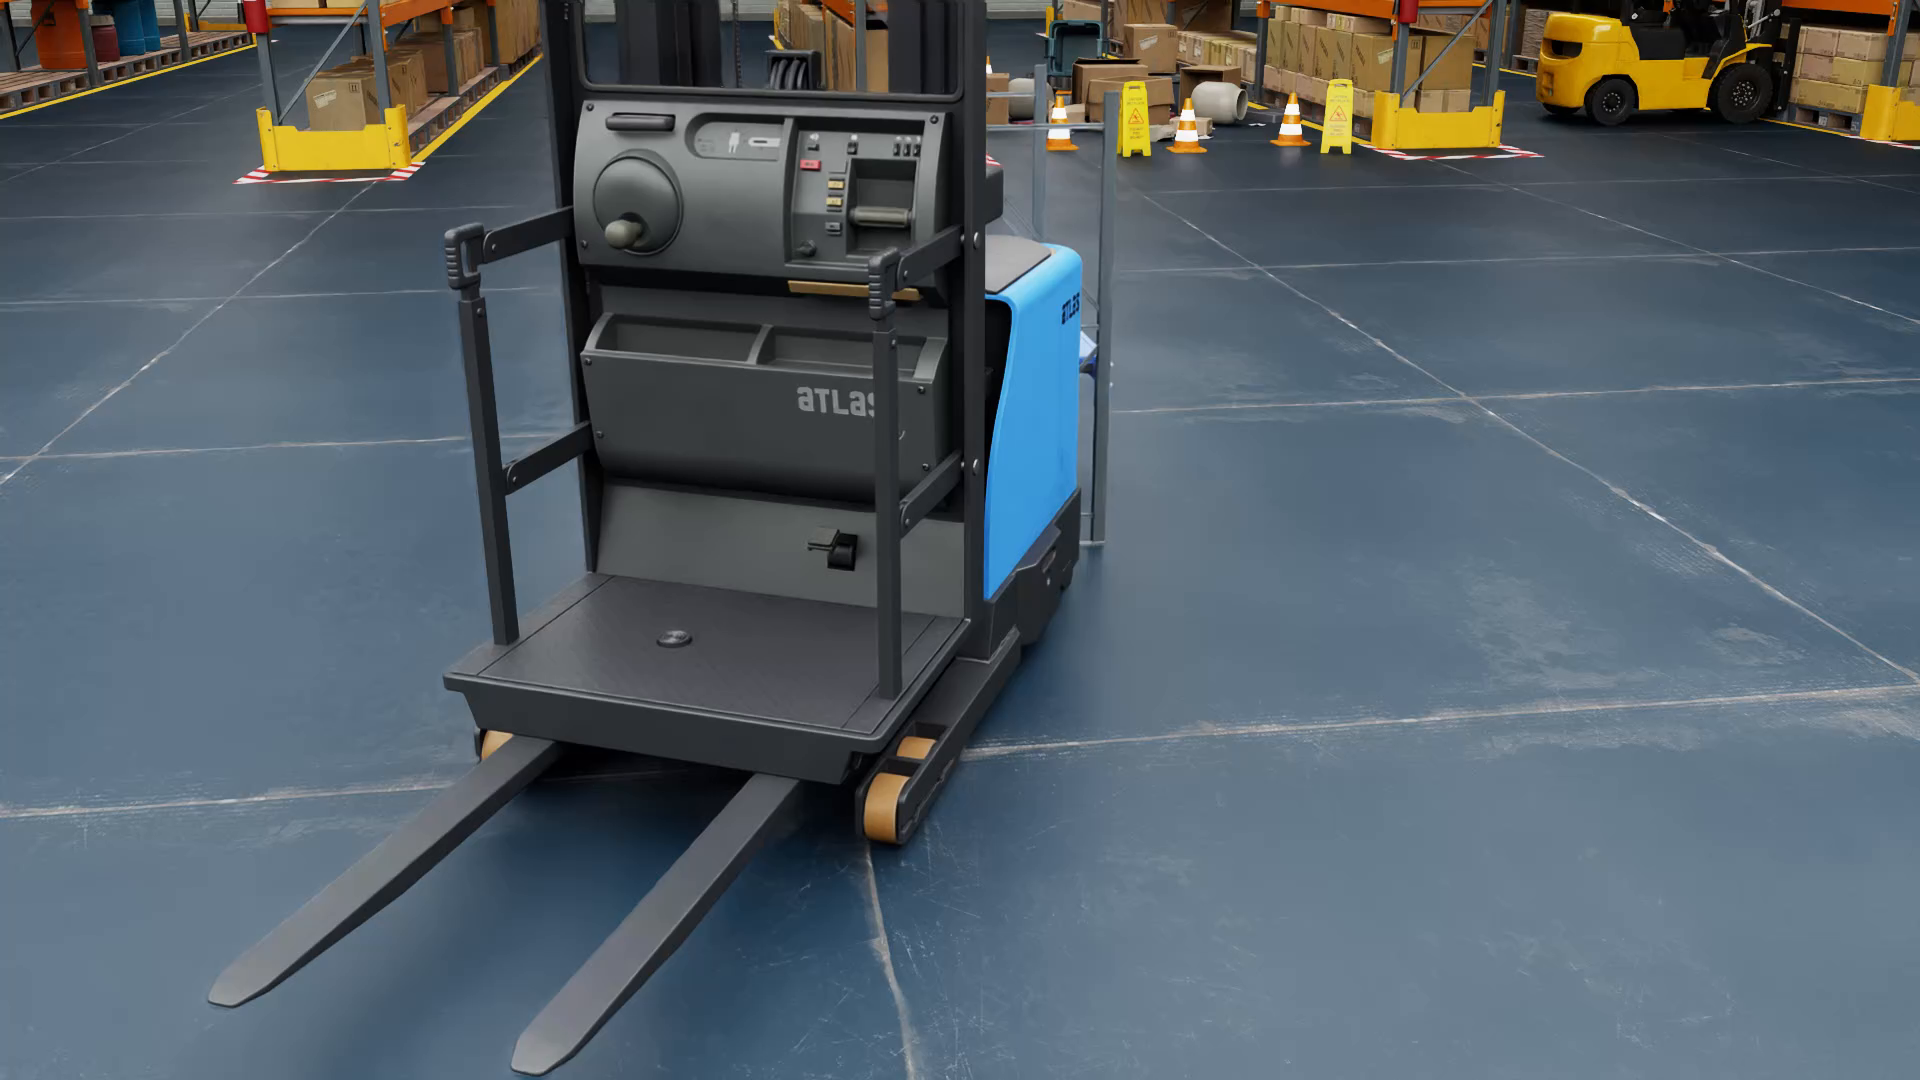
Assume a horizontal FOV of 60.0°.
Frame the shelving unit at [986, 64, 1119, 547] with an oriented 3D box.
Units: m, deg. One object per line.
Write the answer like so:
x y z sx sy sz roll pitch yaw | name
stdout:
0.158 -0.851 5.852 0.538 1.500 1.048 -3 21 -9 | shelving unit

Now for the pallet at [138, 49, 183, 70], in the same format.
-11.891 -6.917 23.934 1.003 0.211 1.213 -3 21 -8 | pallet

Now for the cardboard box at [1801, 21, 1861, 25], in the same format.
9.302 -5.416 17.831 0.500 0.250 0.500 -3 21 -9 | cardboard box

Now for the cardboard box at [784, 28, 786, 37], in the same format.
-2.680 -8.295 27.114 0.380 0.149 0.250 -3 21 -8 | cardboard box

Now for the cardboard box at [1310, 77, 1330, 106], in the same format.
3.946 -4.623 17.136 0.500 0.250 0.500 -4 21 -10 | cardboard box

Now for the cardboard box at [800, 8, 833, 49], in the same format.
-1.432 -6.197 20.637 1.050 0.750 0.750 -3 21 -7 | cardboard box

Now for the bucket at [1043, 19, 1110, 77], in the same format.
1.318 -5.435 18.488 0.726 0.611 0.620 4 11 11 | bucket

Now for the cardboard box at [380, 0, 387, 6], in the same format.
-5.152 -4.668 14.286 0.380 0.149 0.250 -3 21 -8 | cardboard box

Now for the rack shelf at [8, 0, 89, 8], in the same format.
-11.672 -7.463 22.439 1.077 0.370 4.000 -3 21 -8 | rack shelf

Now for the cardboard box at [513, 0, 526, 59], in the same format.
-6.683 -7.108 22.896 1.225 0.875 0.875 -3 21 -8 | cardboard box

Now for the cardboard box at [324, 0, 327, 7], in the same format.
-5.610 -4.645 14.224 0.380 0.149 0.250 -3 21 -8 | cardboard box

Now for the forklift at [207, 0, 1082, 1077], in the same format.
-0.548 -0.826 3.739 1.130 2.935 3.031 6 21 16 | forklift

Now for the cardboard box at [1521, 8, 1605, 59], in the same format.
8.311 -6.976 22.901 0.875 0.625 0.625 -2 21 -6 | cardboard box

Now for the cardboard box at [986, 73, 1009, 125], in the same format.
0.256 -4.532 17.132 0.500 0.500 0.500 1 20 2 | cardboard box

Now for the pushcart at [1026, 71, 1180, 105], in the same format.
1.651 -5.111 18.862 1.648 0.377 0.936 -11 23 -26 | pushcart

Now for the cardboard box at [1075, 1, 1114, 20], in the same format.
2.505 -9.083 28.811 0.875 0.438 0.875 -2 21 -6 | cardboard box

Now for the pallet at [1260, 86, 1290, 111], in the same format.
4.032 -4.935 18.628 1.003 0.211 1.213 -3 21 -8 | pallet

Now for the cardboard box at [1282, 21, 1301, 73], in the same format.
3.807 -5.329 17.956 0.500 0.500 0.500 -2 21 -6 | cardboard box

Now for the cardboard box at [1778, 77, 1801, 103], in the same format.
8.882 -4.741 17.451 0.500 0.250 0.500 -3 21 -7 | cardboard box

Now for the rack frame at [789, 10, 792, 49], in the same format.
-2.137 -8.957 25.412 1.000 3.000 0.127 -3 21 -8 | rack frame

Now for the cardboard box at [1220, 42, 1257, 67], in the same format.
3.715 -5.868 20.296 0.950 0.372 0.625 -2 21 -4 | cardboard box

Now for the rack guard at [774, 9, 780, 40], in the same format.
-2.702 -9.145 29.487 1.175 0.500 0.348 -3 21 -8 | rack guard

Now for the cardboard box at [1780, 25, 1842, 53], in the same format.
8.851 -5.210 17.280 0.500 0.250 0.500 -3 21 -7 | cardboard box

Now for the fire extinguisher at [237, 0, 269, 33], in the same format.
-5.769 -4.488 13.557 0.296 0.674 0.183 -3 21 -8 | fire extinguisher

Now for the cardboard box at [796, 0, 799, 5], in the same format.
-2.002 -7.347 23.002 0.500 0.250 0.500 -3 21 -7 | cardboard box

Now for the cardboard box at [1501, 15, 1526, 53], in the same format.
7.961 -7.270 23.866 0.500 0.500 0.500 -2 21 -6 | cardboard box

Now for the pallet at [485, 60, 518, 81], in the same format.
-6.522 -6.328 22.356 1.003 0.211 1.213 -3 21 -8 | pallet

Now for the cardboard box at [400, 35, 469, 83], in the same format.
-6.105 -5.581 19.315 0.700 0.500 0.500 -5 21 -12 | cardboard box

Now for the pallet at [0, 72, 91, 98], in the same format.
-11.311 -5.531 20.223 1.003 0.211 1.213 -3 21 -8 | pallet

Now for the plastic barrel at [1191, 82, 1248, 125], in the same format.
2.681 -4.519 17.211 0.512 0.421 0.421 12 24 30 | plastic barrel

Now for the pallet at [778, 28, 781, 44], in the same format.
-2.620 -8.727 28.779 1.003 0.211 1.213 -3 21 -8 | pallet

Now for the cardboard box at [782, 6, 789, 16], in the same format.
-2.706 -8.655 27.227 0.380 0.149 0.250 -4 21 -10 | cardboard box

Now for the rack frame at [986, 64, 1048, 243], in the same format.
0.072 -1.027 6.321 0.500 1.500 0.032 -3 21 -9 | rack frame

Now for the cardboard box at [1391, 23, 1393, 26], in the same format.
4.401 -5.188 17.578 0.500 0.500 0.500 -2 21 -5 | cardboard box

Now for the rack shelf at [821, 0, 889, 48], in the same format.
-0.695 -5.158 16.267 1.077 0.370 4.000 -3 21 -8 | rack shelf

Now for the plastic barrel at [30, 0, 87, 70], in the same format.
-11.471 -6.456 21.216 0.600 0.830 0.708 -3 21 -8 | plastic barrel

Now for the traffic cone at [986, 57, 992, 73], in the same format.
0.318 -5.540 19.886 0.336 0.463 0.334 -3 21 -8 | traffic cone

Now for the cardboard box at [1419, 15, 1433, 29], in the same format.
7.592 -8.157 26.240 0.500 0.500 0.500 -3 21 -8 | cardboard box

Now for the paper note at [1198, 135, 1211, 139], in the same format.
2.371 -3.923 16.177 0.148 0.019 0.142 -11 23 -26 | paper note

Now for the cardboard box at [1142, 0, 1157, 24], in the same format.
3.182 -7.611 24.243 0.875 0.875 0.875 -3 21 -7 | cardboard box

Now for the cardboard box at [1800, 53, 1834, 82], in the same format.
8.947 -4.809 16.919 0.500 0.250 0.500 -3 21 -8 | cardboard box

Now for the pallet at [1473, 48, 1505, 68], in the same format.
8.165 -7.063 24.325 1.003 0.211 1.213 -3 21 -8 | pallet

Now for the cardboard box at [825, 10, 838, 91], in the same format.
-0.962 -5.168 17.701 0.875 0.875 0.875 -3 21 -7 | cardboard box

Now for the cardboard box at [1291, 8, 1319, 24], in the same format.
3.753 -5.594 17.737 0.380 0.149 0.250 -2 21 -6 | cardboard box

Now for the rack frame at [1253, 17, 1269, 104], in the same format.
3.900 -6.472 18.758 1.000 3.000 0.127 -3 21 -8 | rack frame

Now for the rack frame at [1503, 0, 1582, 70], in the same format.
8.235 -8.109 23.139 1.000 3.000 0.127 -3 21 -8 | rack frame

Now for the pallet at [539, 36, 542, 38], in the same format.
-7.271 -8.126 27.172 1.003 0.211 1.213 -3 21 -8 | pallet

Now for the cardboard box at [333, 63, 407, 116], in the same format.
-5.595 -4.253 15.789 0.500 0.500 0.500 -1 21 -3 | cardboard box
